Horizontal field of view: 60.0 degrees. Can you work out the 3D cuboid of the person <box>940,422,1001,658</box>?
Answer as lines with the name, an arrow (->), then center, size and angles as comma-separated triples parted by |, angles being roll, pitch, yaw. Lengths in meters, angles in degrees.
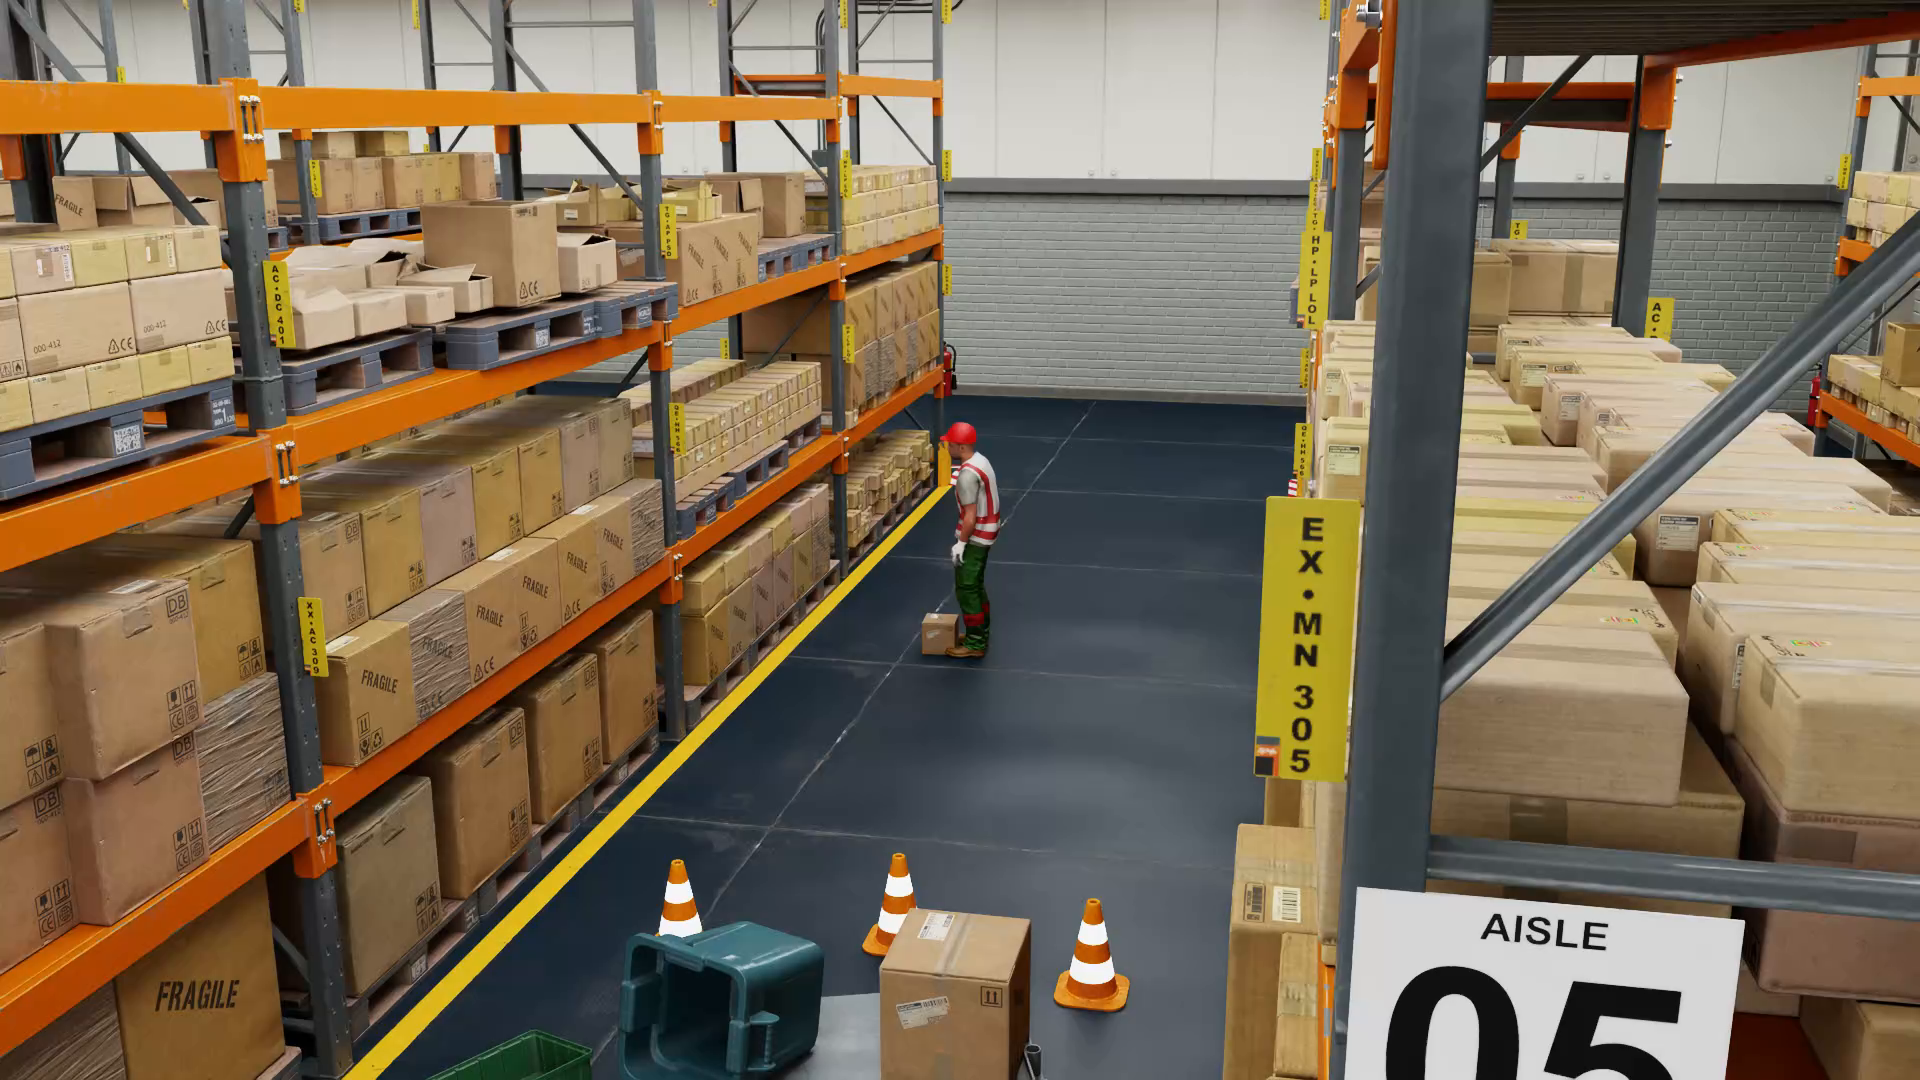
person -> 0.073, -0.007, 12.505 | 0.449, 1.780, 0.607 | 3, 15, 11
